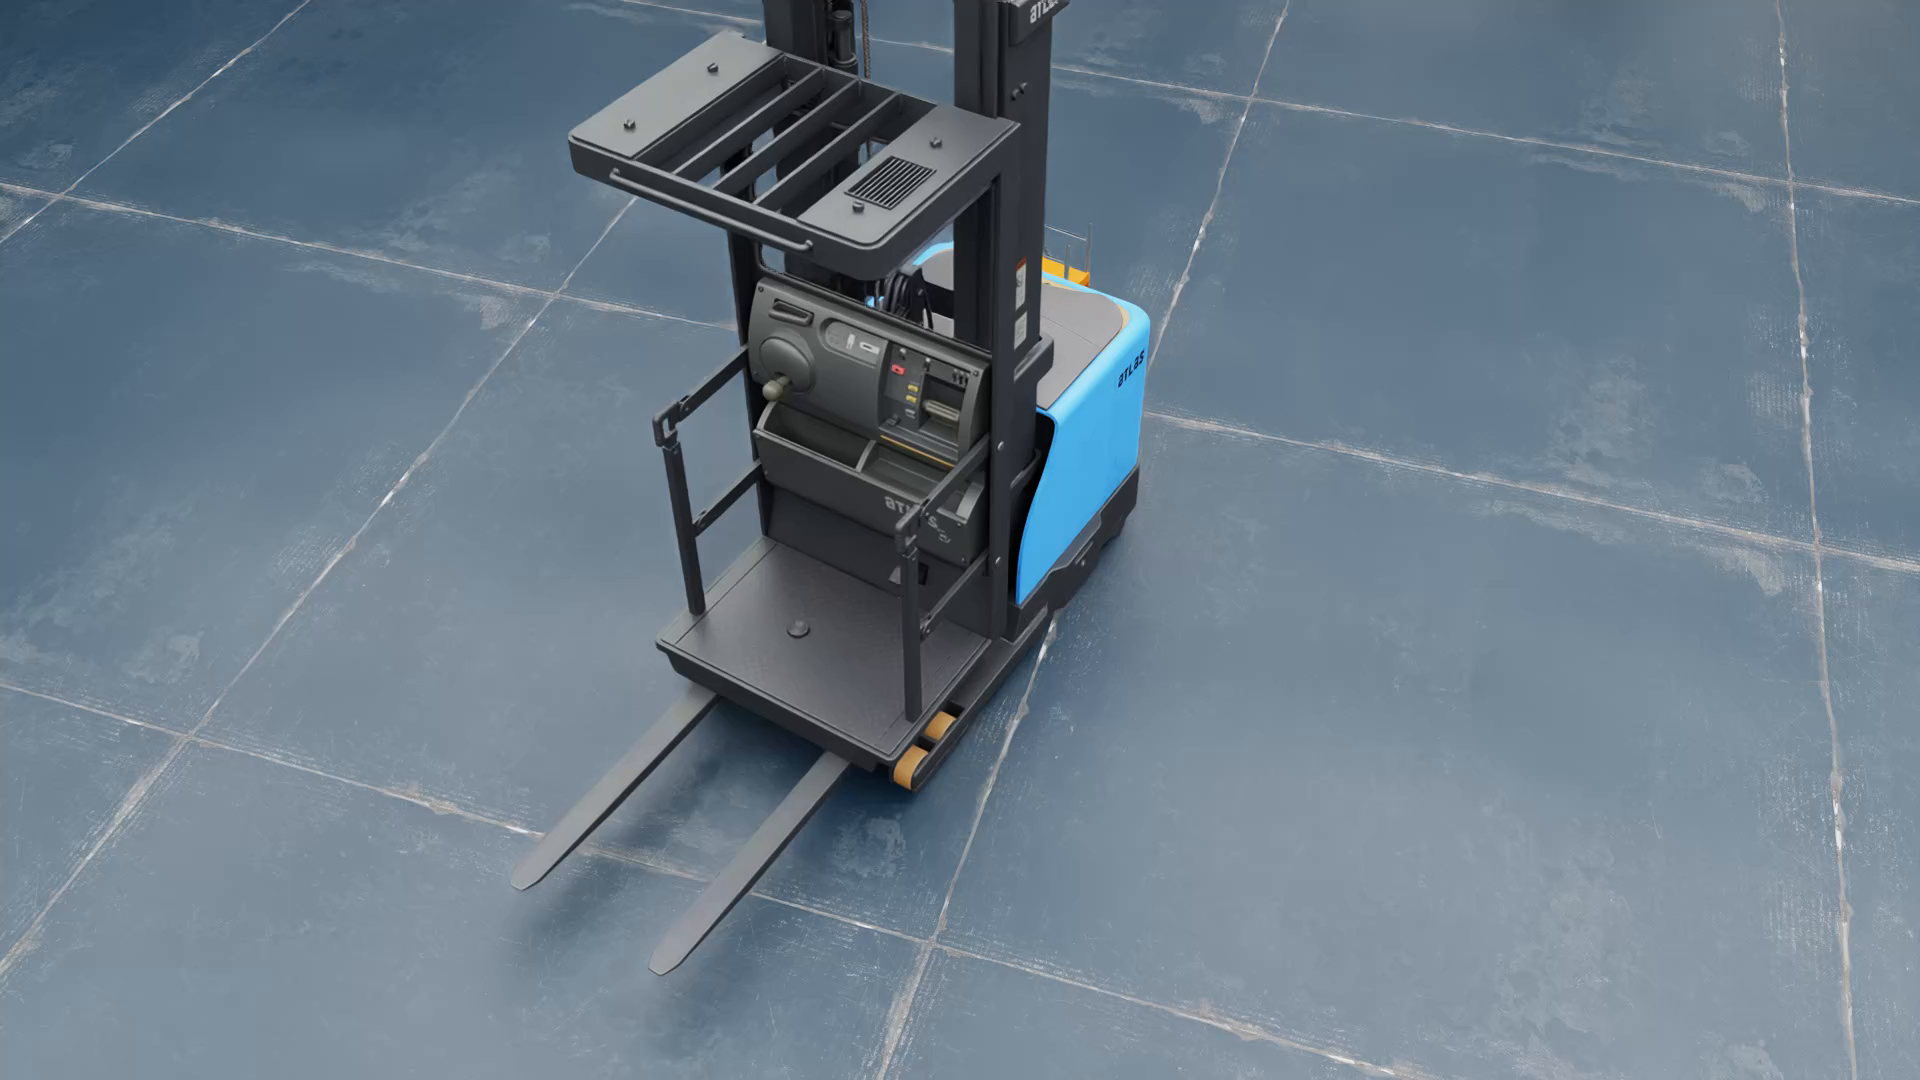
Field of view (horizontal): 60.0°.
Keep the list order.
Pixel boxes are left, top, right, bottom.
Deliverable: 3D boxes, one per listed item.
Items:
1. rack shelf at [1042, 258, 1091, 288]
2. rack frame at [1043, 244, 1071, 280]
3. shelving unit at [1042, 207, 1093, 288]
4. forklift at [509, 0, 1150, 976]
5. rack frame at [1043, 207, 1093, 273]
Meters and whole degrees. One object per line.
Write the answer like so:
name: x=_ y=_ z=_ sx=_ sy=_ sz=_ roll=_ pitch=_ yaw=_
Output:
rack shelf: x=0.387 y=-1.068 z=6.932 sx=0.258 sy=0.103 sz=0.180 roll=24 pitch=49 yaw=22
rack frame: x=0.338 y=-0.789 z=7.097 sx=0.240 sy=1.200 sz=0.006 roll=24 pitch=49 yaw=22
shelving unit: x=0.387 y=-0.843 z=7.152 sx=0.258 sy=1.200 sz=0.189 roll=24 pitch=49 yaw=22
forklift: x=-0.444 y=-0.495 z=5.559 sx=1.130 sy=2.935 sz=3.031 roll=24 pitch=49 yaw=22
rack frame: x=0.436 y=-0.897 z=7.208 sx=0.240 sy=1.200 sz=0.006 roll=24 pitch=49 yaw=22
